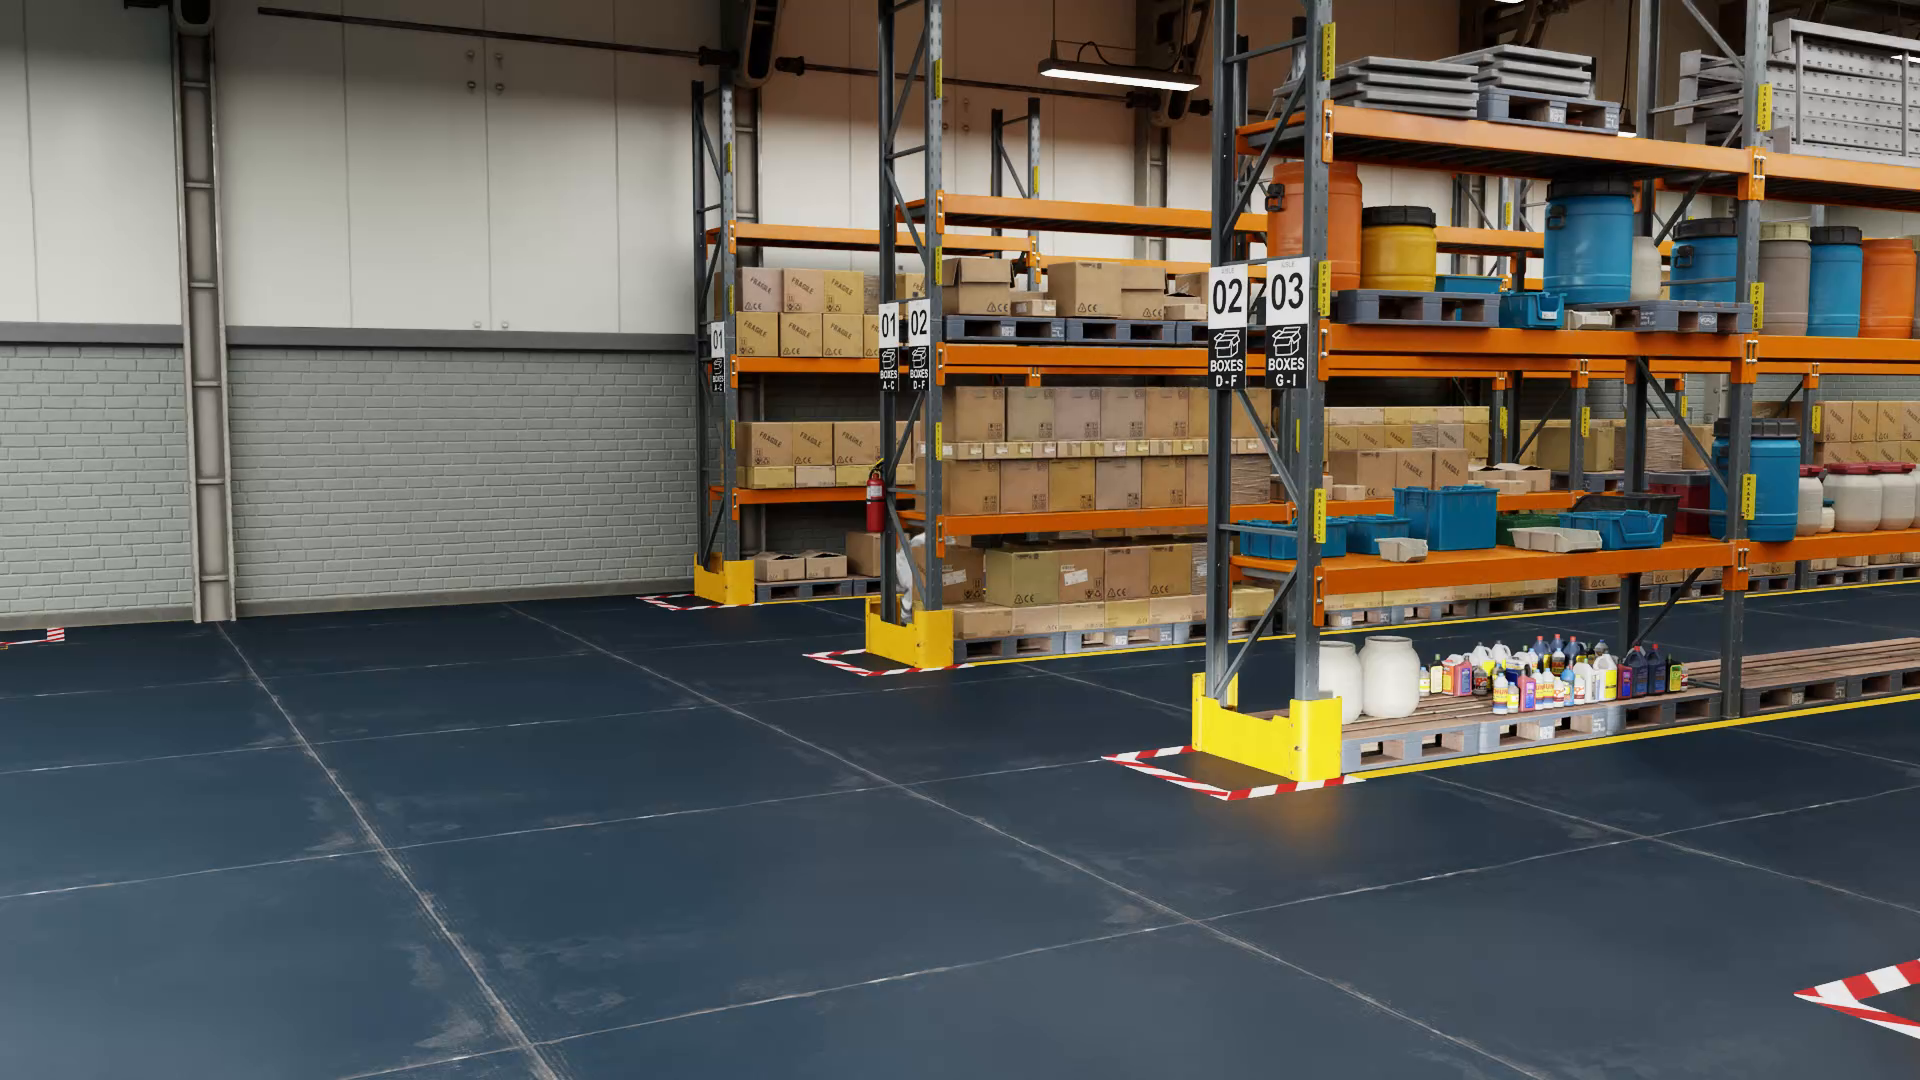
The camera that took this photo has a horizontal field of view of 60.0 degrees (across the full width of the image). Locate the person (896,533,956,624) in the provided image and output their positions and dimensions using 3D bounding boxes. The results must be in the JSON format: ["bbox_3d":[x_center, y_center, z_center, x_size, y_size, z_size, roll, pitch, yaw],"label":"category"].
[{"bbox_3d":[-0.338,0.344,17.250,0.578,1.074,0.860,-3,6,-29],"label":"person"}]
